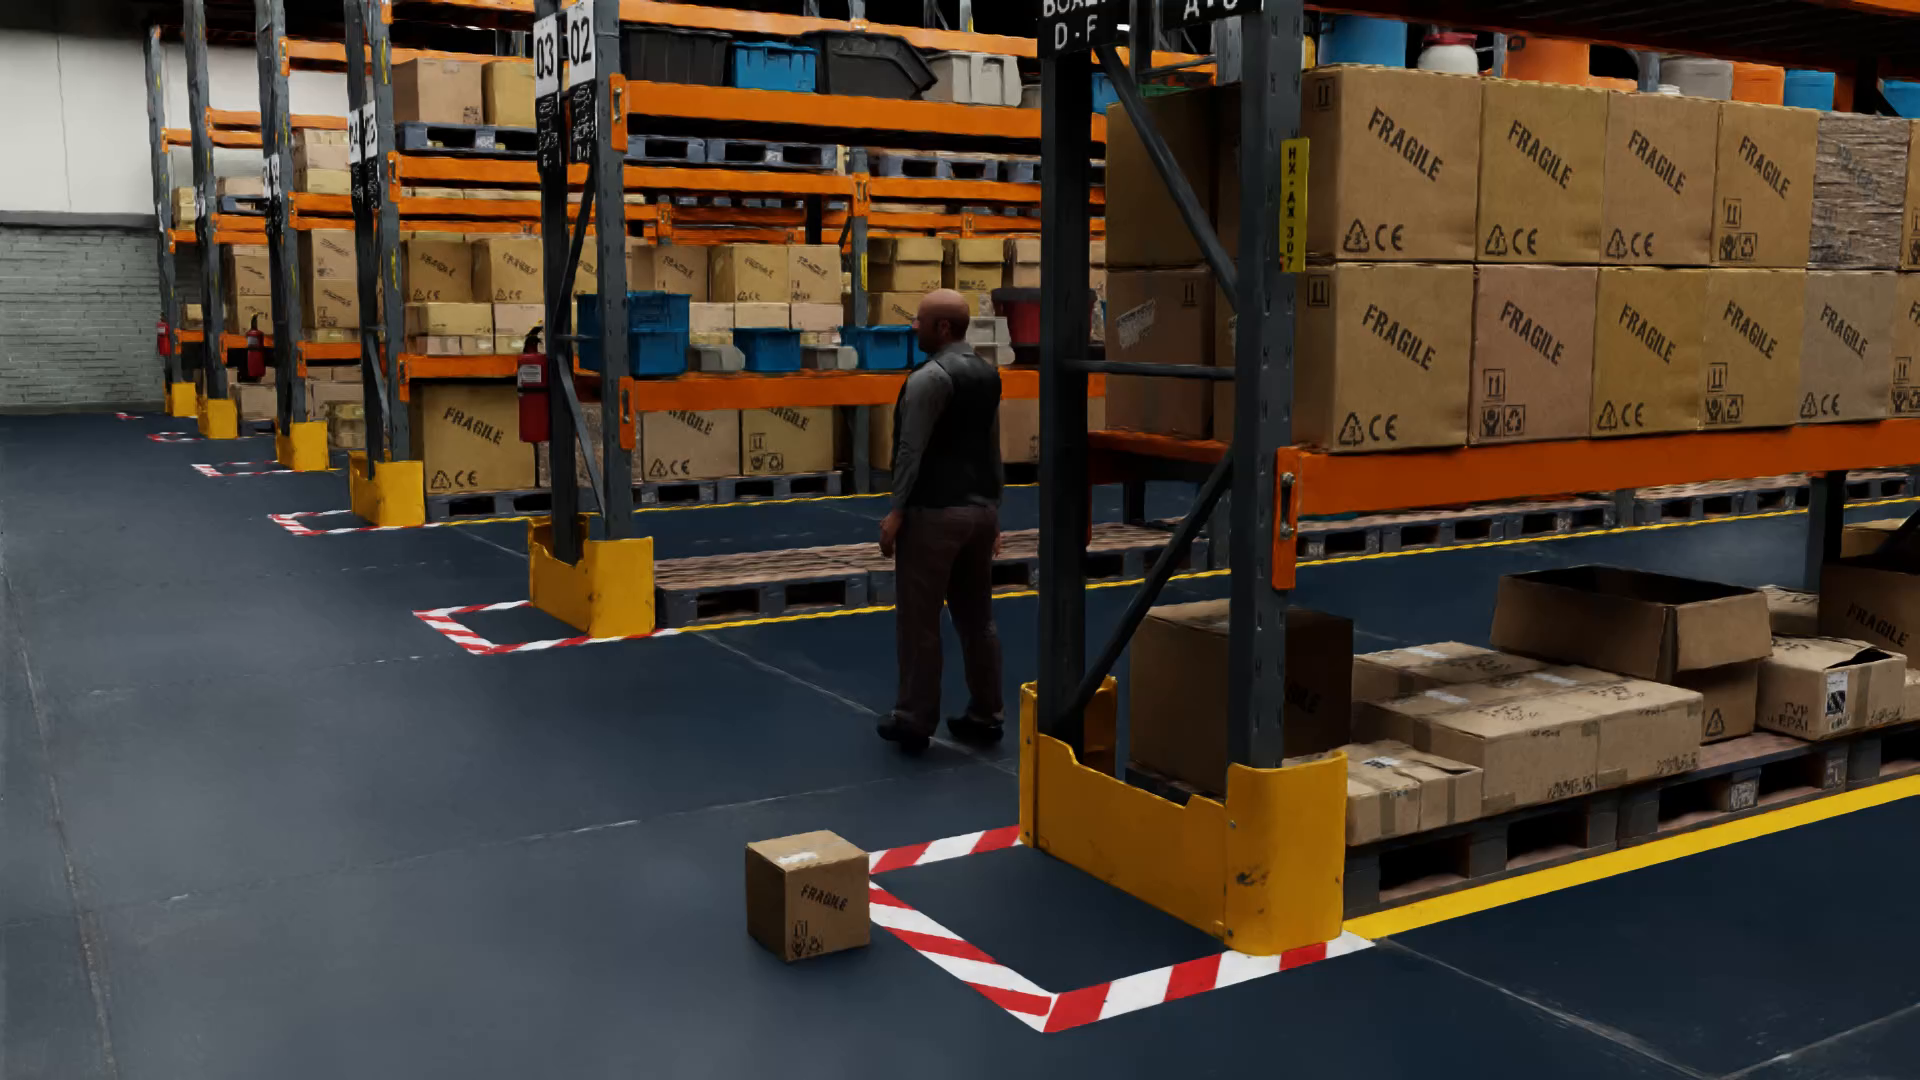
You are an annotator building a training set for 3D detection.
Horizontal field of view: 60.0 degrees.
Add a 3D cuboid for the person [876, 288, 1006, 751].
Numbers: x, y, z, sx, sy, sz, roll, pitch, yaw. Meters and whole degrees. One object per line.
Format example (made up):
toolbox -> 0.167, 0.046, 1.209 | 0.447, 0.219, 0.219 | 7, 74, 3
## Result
person -> -0.081, -0.075, 6.277 | 0.475, 1.726, 0.559 | 6, 10, 34
